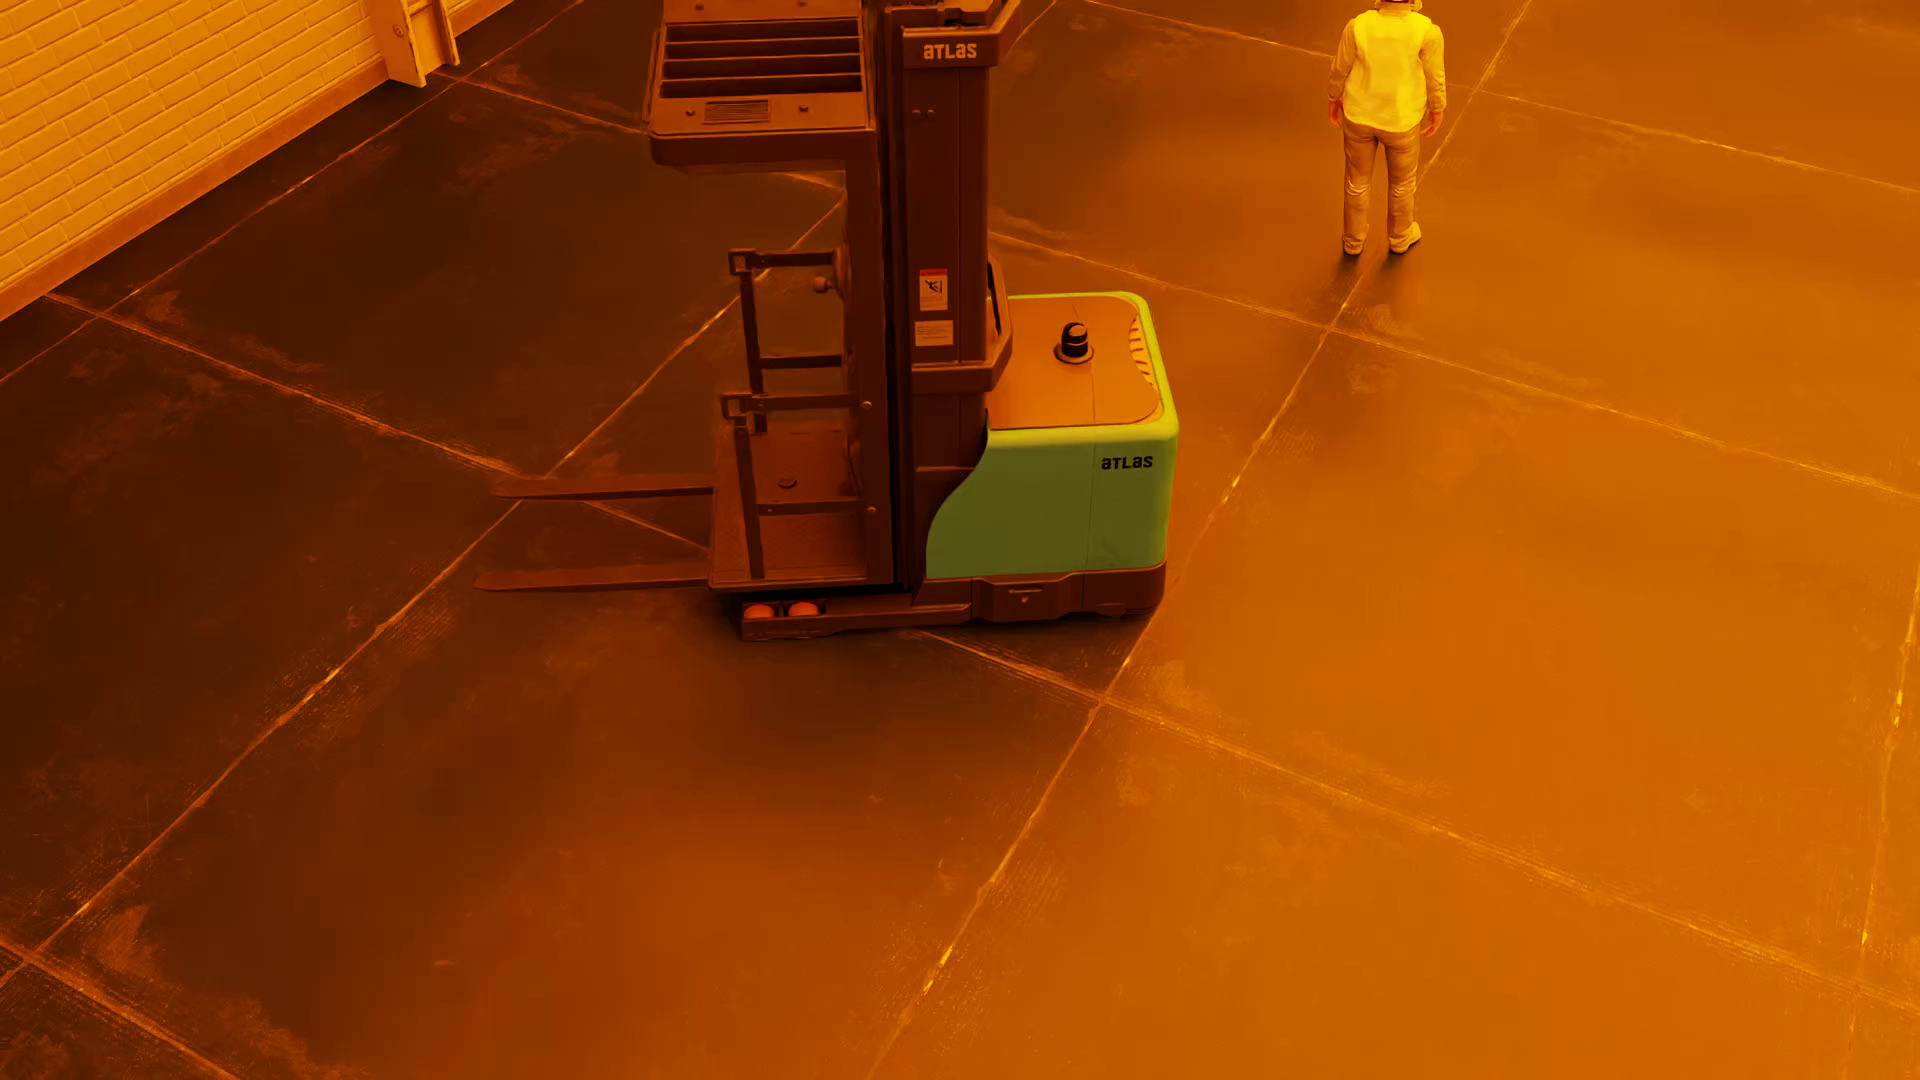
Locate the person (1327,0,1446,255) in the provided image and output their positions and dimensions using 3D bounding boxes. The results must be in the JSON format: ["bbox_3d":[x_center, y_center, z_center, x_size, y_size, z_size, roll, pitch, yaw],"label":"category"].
[{"bbox_3d":[2.301,-2.346,8.977,0.633,1.774,0.568,15,45,15],"label":"person"}]

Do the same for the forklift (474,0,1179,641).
[{"bbox_3d":[-0.634,-0.999,6.715,3.031,2.935,1.130,-3,43,-3],"label":"forklift"}]
